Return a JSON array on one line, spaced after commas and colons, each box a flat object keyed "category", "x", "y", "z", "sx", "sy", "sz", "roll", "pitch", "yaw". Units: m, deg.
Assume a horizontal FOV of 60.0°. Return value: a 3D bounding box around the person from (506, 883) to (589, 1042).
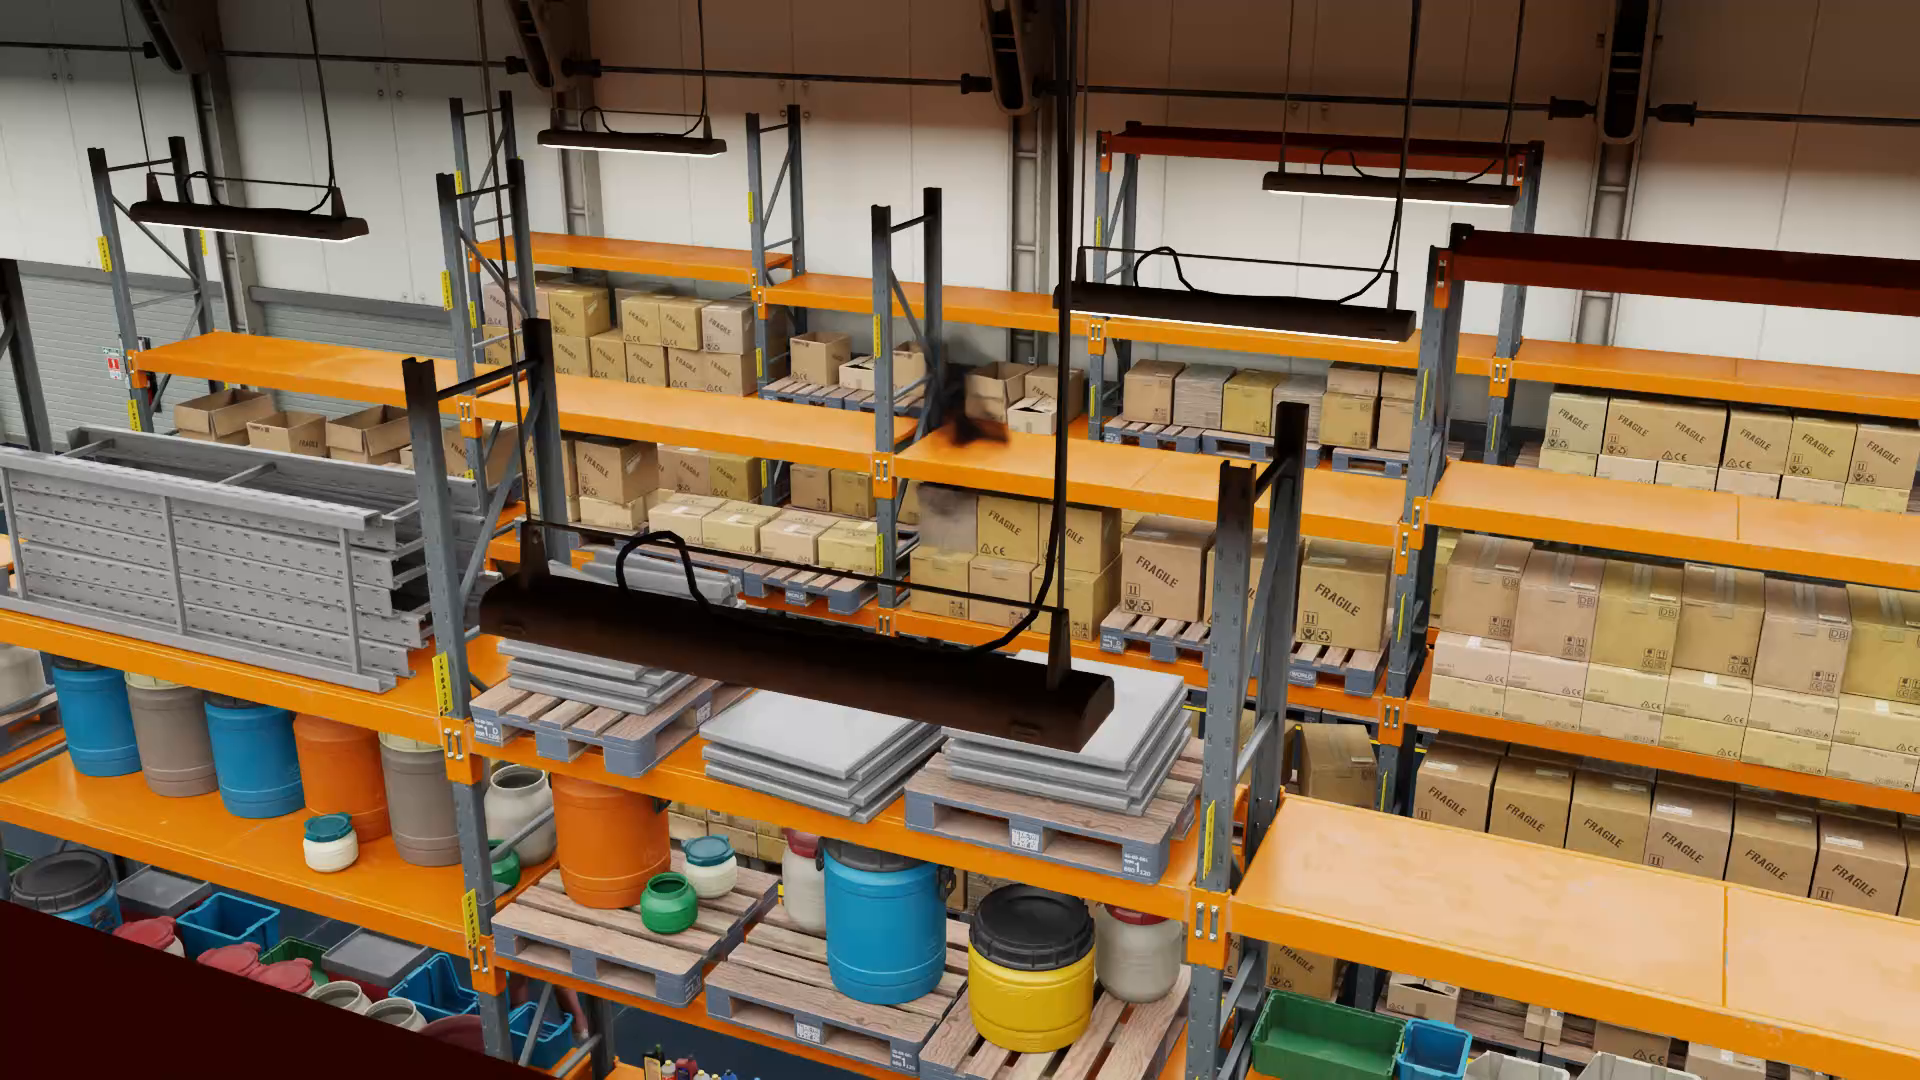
[{"category": "person", "x": -3.031, "y": 2.875, "z": 11.797, "sx": 0.773, "sy": 1.737, "sz": 0.552, "roll": 9, "pitch": 22, "yaw": 22}]
